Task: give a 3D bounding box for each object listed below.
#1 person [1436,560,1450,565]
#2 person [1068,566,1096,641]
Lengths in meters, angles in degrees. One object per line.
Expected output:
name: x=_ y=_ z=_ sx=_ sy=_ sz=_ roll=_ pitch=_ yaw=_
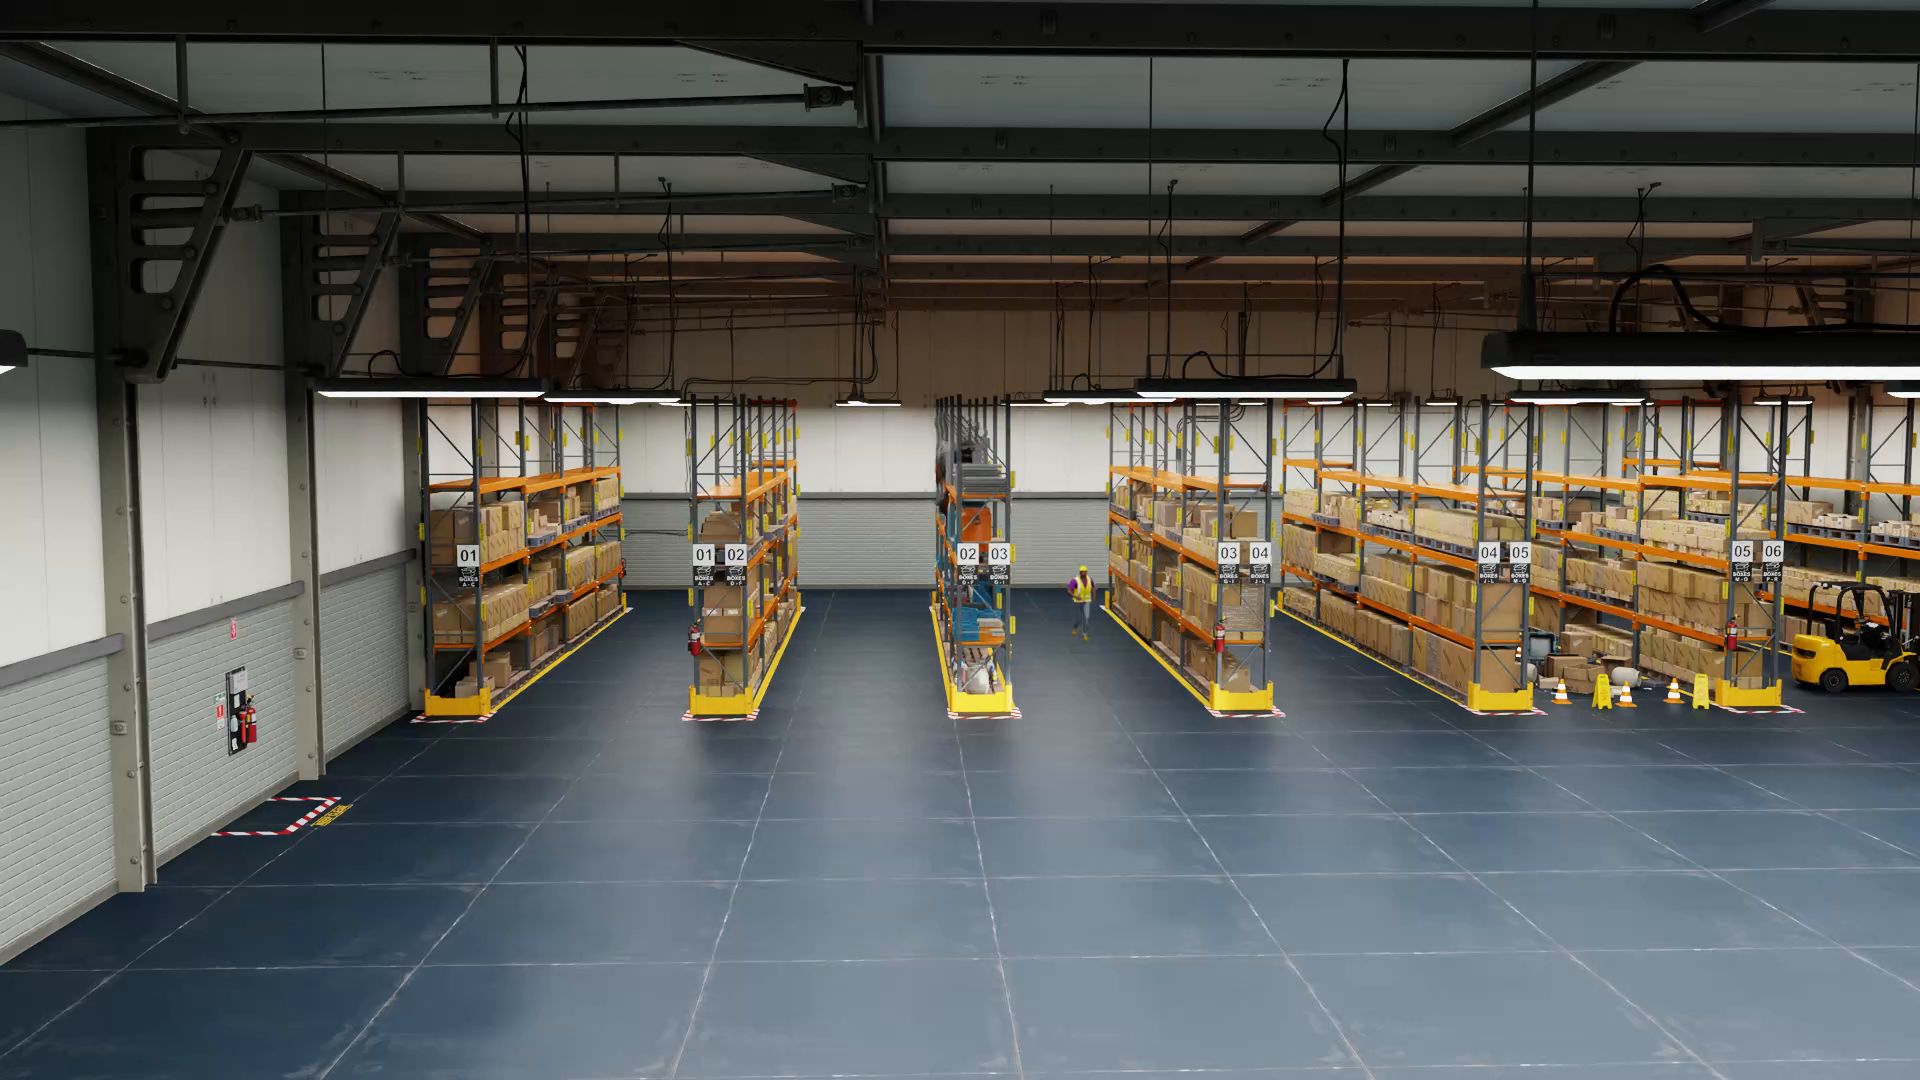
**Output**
person: x=14.401 y=0.957 z=49.577 sx=0.627 sy=1.741 sz=0.656 roll=-1 pitch=5 yaw=-18
person: x=2.905 y=1.488 z=39.555 sx=0.725 sy=1.769 sz=0.824 roll=-1 pitch=5 yaw=-16
